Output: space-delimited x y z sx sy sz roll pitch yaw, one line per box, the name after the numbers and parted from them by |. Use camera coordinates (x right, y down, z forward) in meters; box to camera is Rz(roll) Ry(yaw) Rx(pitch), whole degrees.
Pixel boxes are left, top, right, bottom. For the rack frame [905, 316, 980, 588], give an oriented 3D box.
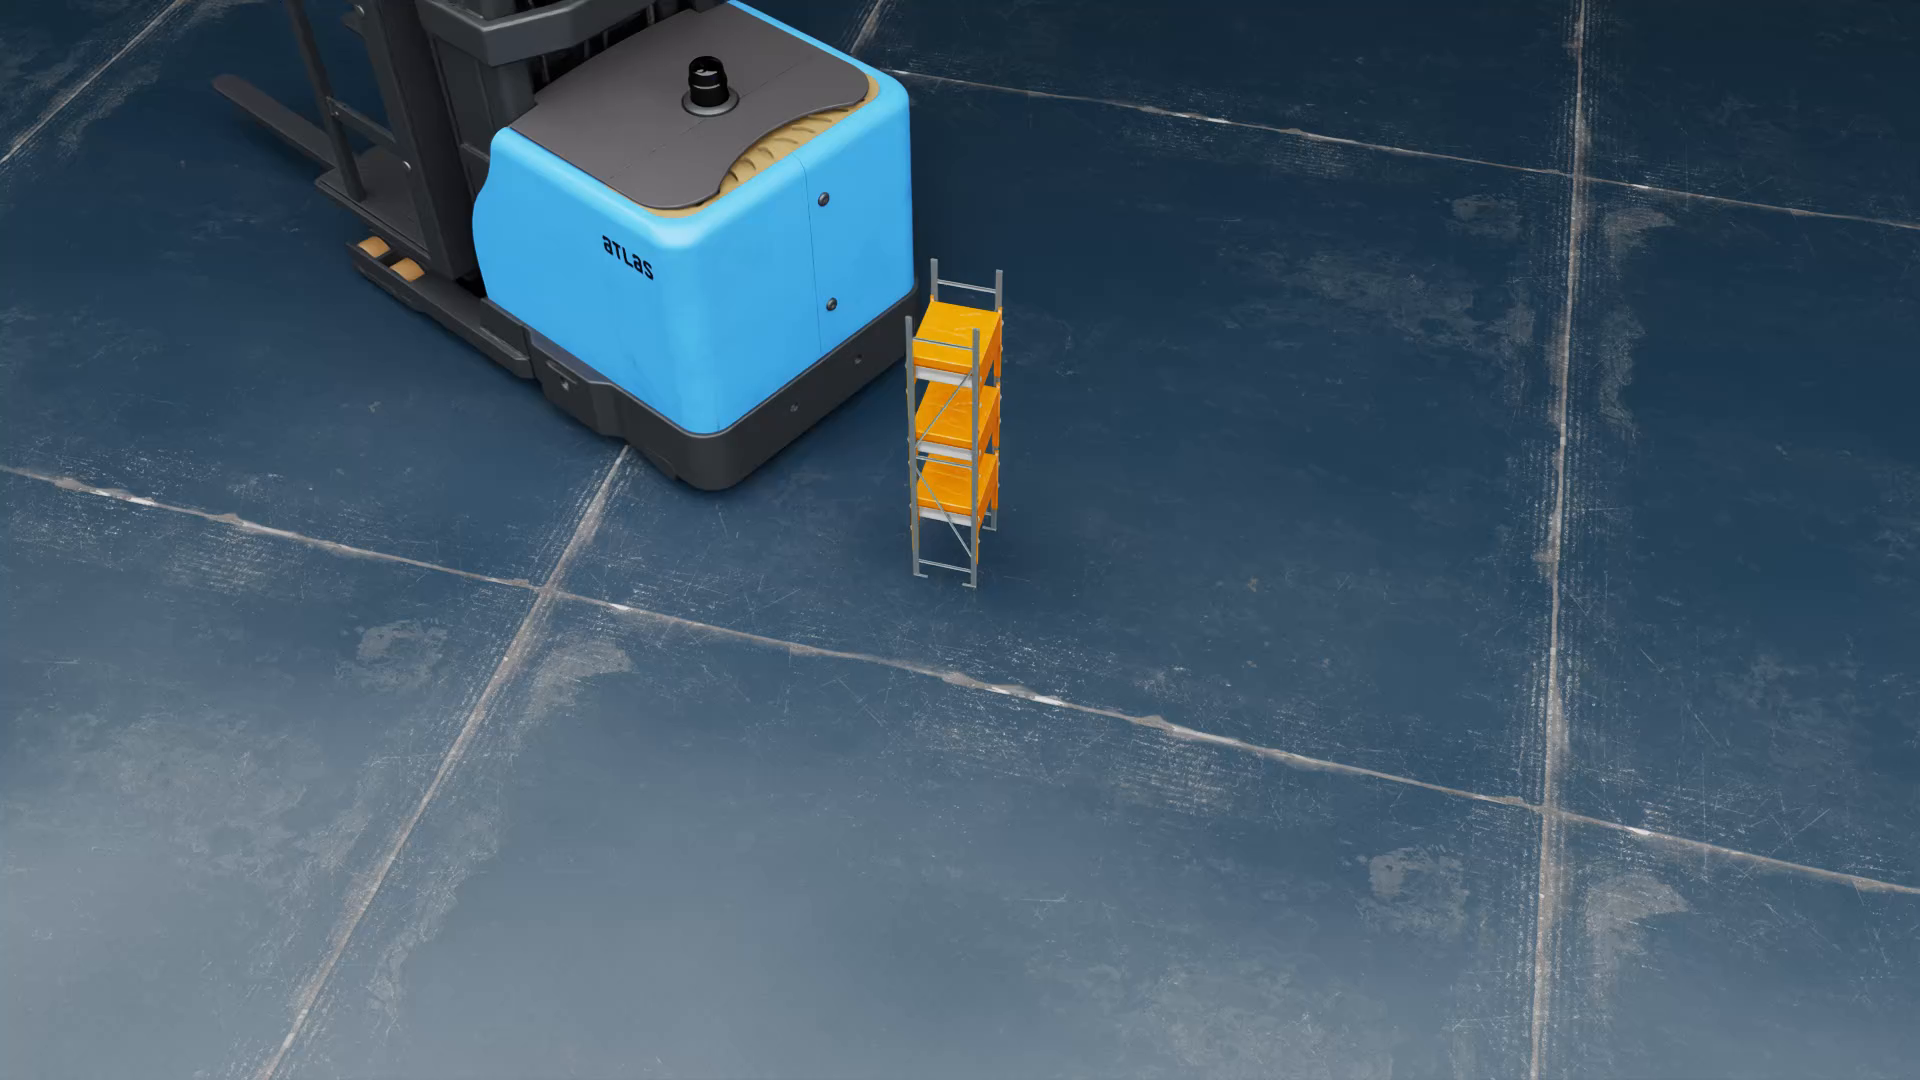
-0.046 -0.220 4.744 0.200 1.050 0.008 12 50 10 | rack frame

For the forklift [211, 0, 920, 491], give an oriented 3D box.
-1.586 -2.083 5.134 3.031 2.935 1.130 33 56 26 | forklift

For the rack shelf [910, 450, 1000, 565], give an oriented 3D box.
-0.014 -0.118 5.039 0.215 0.259 0.240 12 50 10 | rack shelf

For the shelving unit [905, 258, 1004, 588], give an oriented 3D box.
-0.014 -0.309 4.822 0.215 1.050 0.252 12 50 10 | shelving unit

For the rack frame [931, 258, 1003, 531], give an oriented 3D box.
0.018 -0.397 4.900 0.200 1.050 0.008 12 50 10 | rack frame

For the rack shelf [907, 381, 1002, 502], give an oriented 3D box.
-0.014 -0.302 4.830 0.215 0.259 0.240 12 50 10 | rack shelf

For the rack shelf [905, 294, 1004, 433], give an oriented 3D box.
-0.014 -0.489 4.617 0.215 0.259 0.240 12 50 10 | rack shelf
